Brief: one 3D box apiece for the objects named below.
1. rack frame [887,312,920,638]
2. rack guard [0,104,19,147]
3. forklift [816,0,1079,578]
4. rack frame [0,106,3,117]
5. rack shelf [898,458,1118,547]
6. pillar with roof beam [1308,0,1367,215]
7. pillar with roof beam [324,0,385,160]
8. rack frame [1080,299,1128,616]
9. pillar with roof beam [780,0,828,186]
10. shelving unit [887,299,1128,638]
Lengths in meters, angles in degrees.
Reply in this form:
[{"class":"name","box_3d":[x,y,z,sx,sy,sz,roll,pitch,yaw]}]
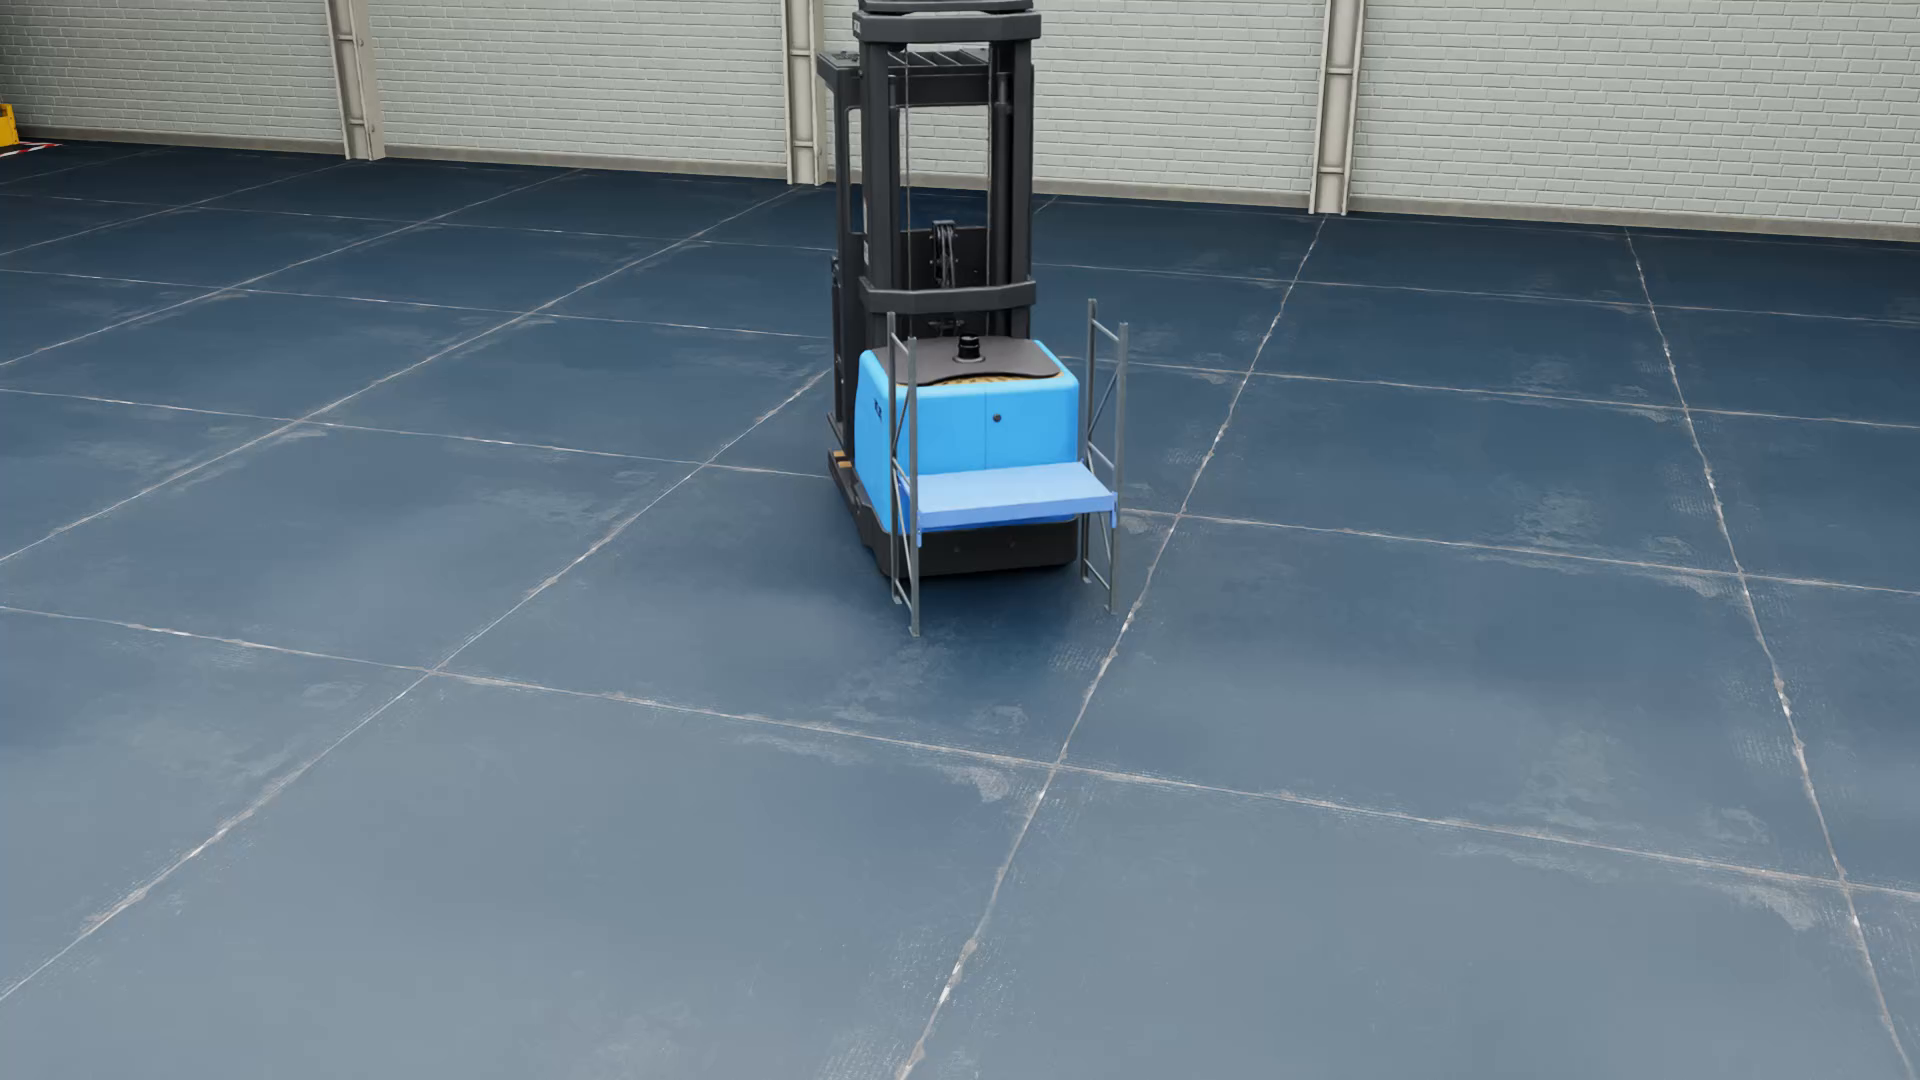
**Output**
[{"class":"rack frame","box_3d":[-0.274,-0.311,8.052,0.032,1.500,0.500,-6,23,-13]},{"class":"rack guard","box_3d":[-12.841,-5.329,21.603,0.348,0.500,1.175,7,23,16]},{"class":"forklift","box_3d":[-0.192,-1.689,9.525,1.130,2.935,3.031,-5,23,-11]},{"class":"rack frame","box_3d":[-12.864,-6.488,21.135,0.127,3.000,1.000,7,23,16]},{"class":"rack shelf","box_3d":[0.218,-0.193,8.237,1.000,0.185,0.538,-6,23,-13]},{"class":"pillar with roof beam","box_3d":[2.719,-6.130,12.358,0.400,9.000,9.100,7,23,16]},{"class":"pillar with roof beam","box_3d":[-8.770,-7.446,15.565,0.400,9.000,9.100,7,23,16]},{"class":"rack frame","box_3d":[0.711,-0.407,8.285,0.032,1.500,0.500,-6,23,-13]},{"class":"pillar with roof beam","box_3d":[-3.026,-6.788,13.961,0.400,9.000,9.100,7,23,16]},{"class":"shelving unit","box_3d":[0.218,-0.359,8.169,1.048,1.500,0.538,-6,23,-13]}]
